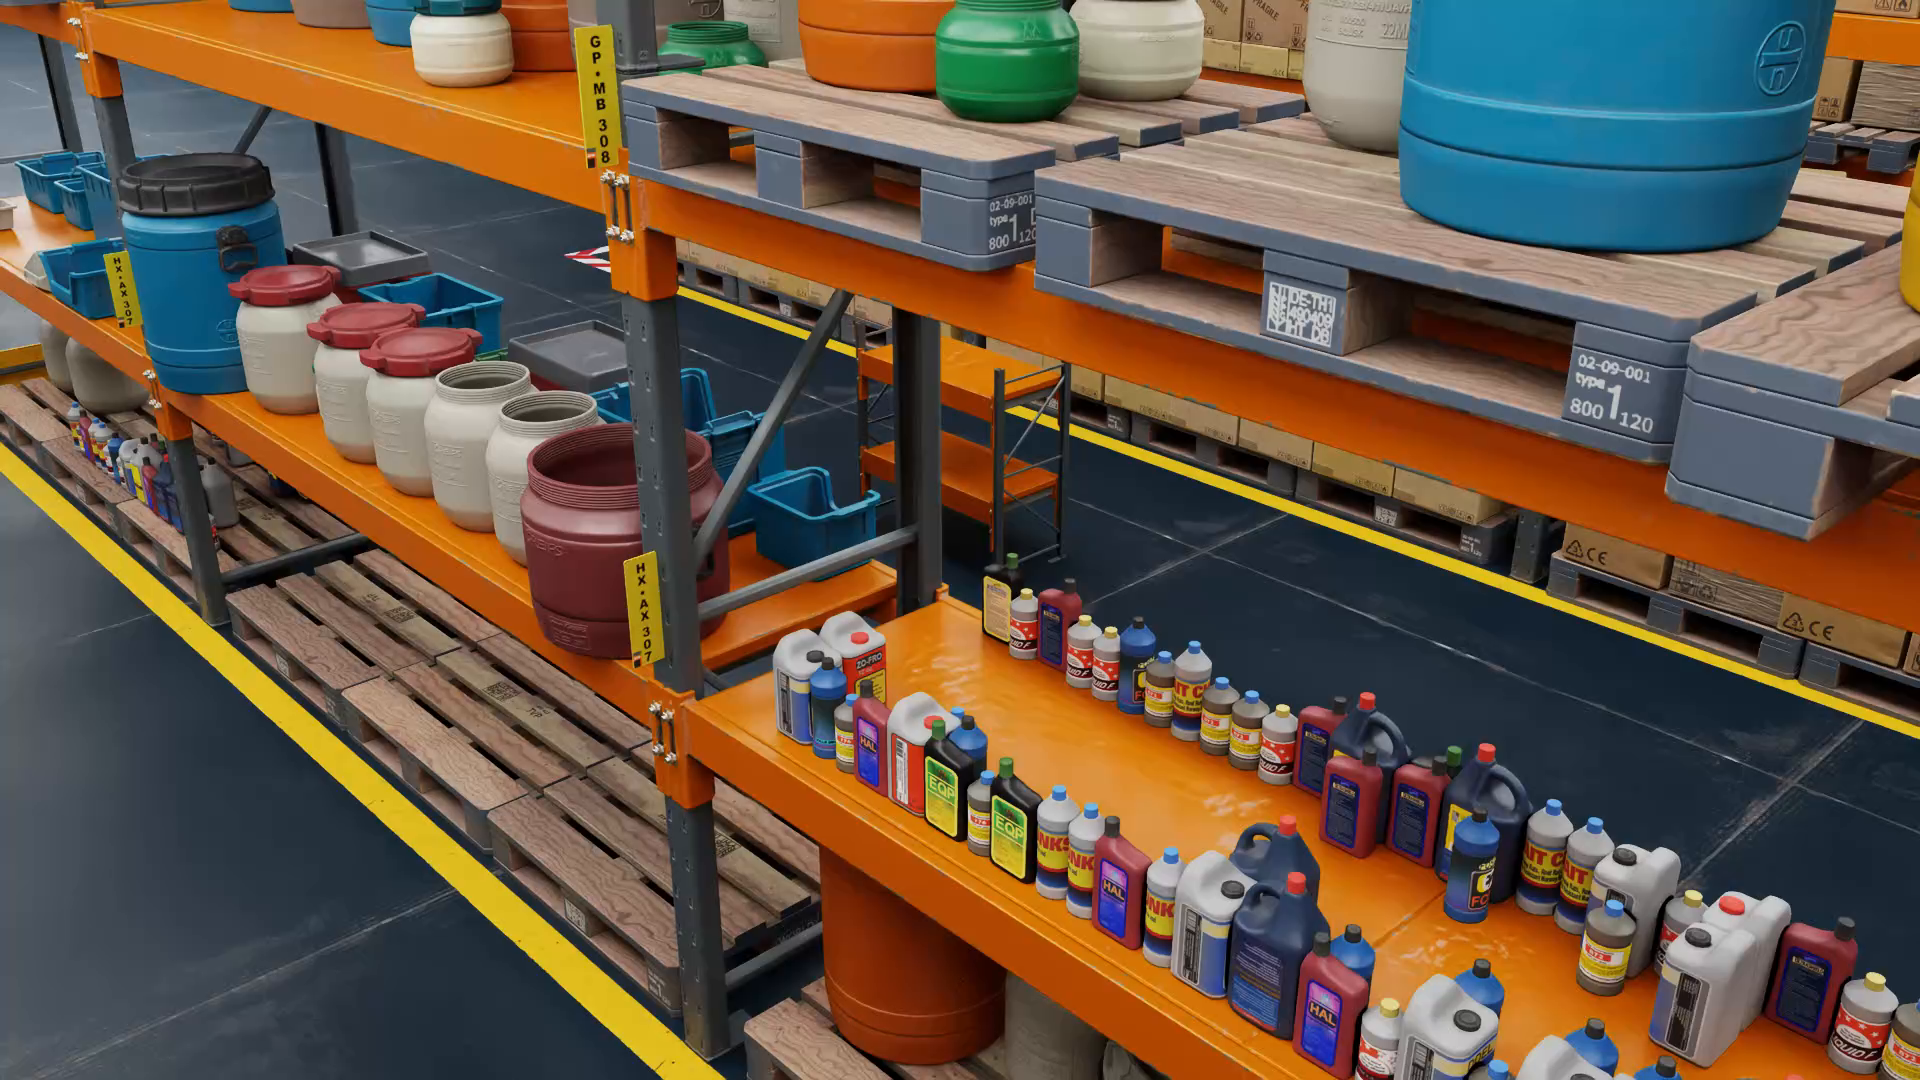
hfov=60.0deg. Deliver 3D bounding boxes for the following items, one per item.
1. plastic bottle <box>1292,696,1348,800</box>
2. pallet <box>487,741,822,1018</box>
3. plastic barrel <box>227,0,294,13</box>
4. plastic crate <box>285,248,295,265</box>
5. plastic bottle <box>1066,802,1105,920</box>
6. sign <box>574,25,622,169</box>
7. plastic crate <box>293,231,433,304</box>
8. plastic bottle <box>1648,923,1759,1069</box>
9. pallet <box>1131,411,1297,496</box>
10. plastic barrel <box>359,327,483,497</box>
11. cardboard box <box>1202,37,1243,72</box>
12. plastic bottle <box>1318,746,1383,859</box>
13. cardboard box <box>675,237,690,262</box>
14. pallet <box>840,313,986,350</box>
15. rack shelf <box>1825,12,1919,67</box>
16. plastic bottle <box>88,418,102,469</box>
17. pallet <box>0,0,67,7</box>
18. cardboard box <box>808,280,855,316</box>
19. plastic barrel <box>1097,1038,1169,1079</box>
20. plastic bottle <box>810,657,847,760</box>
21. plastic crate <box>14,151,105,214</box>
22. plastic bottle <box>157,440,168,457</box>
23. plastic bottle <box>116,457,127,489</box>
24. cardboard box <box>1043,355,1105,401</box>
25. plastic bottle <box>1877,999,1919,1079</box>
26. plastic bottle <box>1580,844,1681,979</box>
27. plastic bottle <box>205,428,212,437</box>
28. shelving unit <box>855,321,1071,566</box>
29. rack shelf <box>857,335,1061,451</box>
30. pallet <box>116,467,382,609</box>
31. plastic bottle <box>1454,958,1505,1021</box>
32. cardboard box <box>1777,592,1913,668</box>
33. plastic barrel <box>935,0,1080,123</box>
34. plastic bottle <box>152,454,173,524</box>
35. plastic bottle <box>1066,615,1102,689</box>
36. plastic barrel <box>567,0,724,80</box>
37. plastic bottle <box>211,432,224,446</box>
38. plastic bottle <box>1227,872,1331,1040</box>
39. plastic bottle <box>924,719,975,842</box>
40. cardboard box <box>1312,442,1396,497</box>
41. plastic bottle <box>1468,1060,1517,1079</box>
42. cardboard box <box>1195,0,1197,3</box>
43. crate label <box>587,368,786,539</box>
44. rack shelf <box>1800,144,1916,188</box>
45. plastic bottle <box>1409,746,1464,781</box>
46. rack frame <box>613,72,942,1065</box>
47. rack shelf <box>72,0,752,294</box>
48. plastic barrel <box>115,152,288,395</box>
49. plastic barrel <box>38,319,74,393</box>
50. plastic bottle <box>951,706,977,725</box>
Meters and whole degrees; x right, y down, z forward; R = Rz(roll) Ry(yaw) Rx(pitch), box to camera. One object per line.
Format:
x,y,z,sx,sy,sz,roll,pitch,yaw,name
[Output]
0.909,0.508,4.162,0.061,0.283,0.133,-21,32,-38,plastic bottle
-0.962,1.130,6.018,1.003,0.211,1.213,-21,32,-38,pallet
-2.688,-2.605,6.627,0.600,0.901,0.708,-21,32,-38,plastic barrel
-3.459,-1.271,7.996,0.767,0.338,0.504,-21,32,-38,plastic crate
0.290,0.712,3.731,0.097,0.271,0.097,0,25,0,plastic bottle
-0.857,-1.051,3.953,0.100,0.325,0.005,-21,32,-38,sign
-2.640,-1.074,7.412,0.402,0.464,0.583,-21,32,-38,plastic crate
1.491,0.890,3.334,0.152,0.276,0.135,-21,32,-38,plastic bottle
1.794,-0.658,9.938,1.003,0.211,1.213,-21,32,-38,pallet
-1.903,-0.461,5.982,0.433,0.535,0.433,0,25,0,plastic barrel
2.458,-4.367,14.864,0.500,0.250,0.500,-21,32,-38,cardboard box
0.930,0.605,3.950,0.061,0.283,0.133,-21,32,-38,plastic bottle
-2.106,-2.435,13.280,0.500,0.250,0.500,-21,32,-38,cardboard box
-0.089,-1.493,11.767,1.003,0.211,1.213,-21,32,-38,pallet
4.525,-1.728,6.177,1.077,0.370,4.000,-21,32,-38,rack shelf
-4.682,-0.534,9.063,0.097,0.271,0.097,0,25,0,plastic bottle
-3.759,-2.574,7.392,1.213,0.211,1.003,-21,32,-38,pallet
-0.740,-1.829,11.951,0.500,0.250,0.500,-21,32,-38,cardboard box
0.658,1.499,4.249,0.600,0.588,0.708,-21,32,-38,plastic barrel
-0.341,0.432,4.345,0.097,0.271,0.097,0,25,0,plastic bottle
-5.368,-2.182,10.098,0.499,0.251,0.616,-21,32,-38,plastic crate
-4.140,-0.375,8.701,0.061,0.283,0.133,-21,32,-38,plastic bottle
-4.406,-0.379,8.809,0.097,0.201,0.097,0,25,0,plastic bottle
0.867,-1.101,10.356,0.500,0.250,0.500,-20,31,-37,cardboard box
1.859,0.978,3.231,0.097,0.201,0.097,0,25,0,plastic bottle
1.444,0.777,3.583,0.152,0.276,0.135,-21,32,-38,plastic bottle
-4.278,-0.734,9.488,0.061,0.283,0.133,-21,32,-38,plastic bottle
0.005,-0.510,8.512,0.538,1.125,1.048,-21,32,-38,shelving unit
0.005,-0.776,8.391,0.538,0.278,1.000,-21,32,-38,rack shelf
-3.623,-0.051,8.608,1.003,0.211,1.213,-21,32,-38,pallet
1.002,0.935,3.242,0.097,0.271,0.097,0,25,0,plastic bottle
3.961,0.170,7.245,0.500,0.500,0.500,-22,32,-39,cardboard box
0.096,-0.991,3.376,0.294,0.245,0.294,0,25,0,plastic barrel
-3.976,-0.271,8.391,0.185,0.351,0.144,22,32,39,plastic bottle
0.351,0.309,4.697,0.097,0.201,0.097,0,25,0,plastic bottle
-0.863,-1.796,4.854,0.600,0.901,0.600,0,25,0,plastic barrel
-4.184,-0.644,9.389,0.097,0.201,0.097,0,25,0,plastic bottle
0.653,0.822,3.393,0.144,0.351,0.185,-21,32,-38,plastic bottle
-0.026,0.577,4.012,0.061,0.283,0.133,-21,32,-38,plastic bottle
2.265,-0.482,8.999,0.500,0.250,0.500,-22,32,-39,cardboard box
0.982,1.050,3.073,0.097,0.201,0.097,0,25,0,plastic bottle
2.089,-4.868,15.060,0.500,0.500,0.500,23,33,40,cardboard box
-0.942,-0.286,5.721,0.502,0.435,0.616,-21,32,-38,crate label
5.404,-2.982,12.539,1.077,0.370,4.000,-21,32,-38,rack shelf
1.126,0.605,3.951,0.061,0.283,0.133,-21,32,-38,plastic bottle
-0.461,0.107,4.900,1.000,3.000,0.127,-21,32,-38,rack frame
-1.828,-1.536,5.755,1.077,0.370,4.000,-21,32,-38,rack shelf
-3.152,-1.129,7.008,0.600,0.901,0.708,-21,32,-38,plastic barrel
-5.423,-1.198,10.253,0.421,0.512,0.421,0,25,0,plastic barrel
-0.006,0.520,4.236,0.097,0.201,0.097,0,25,0,plastic bottle
